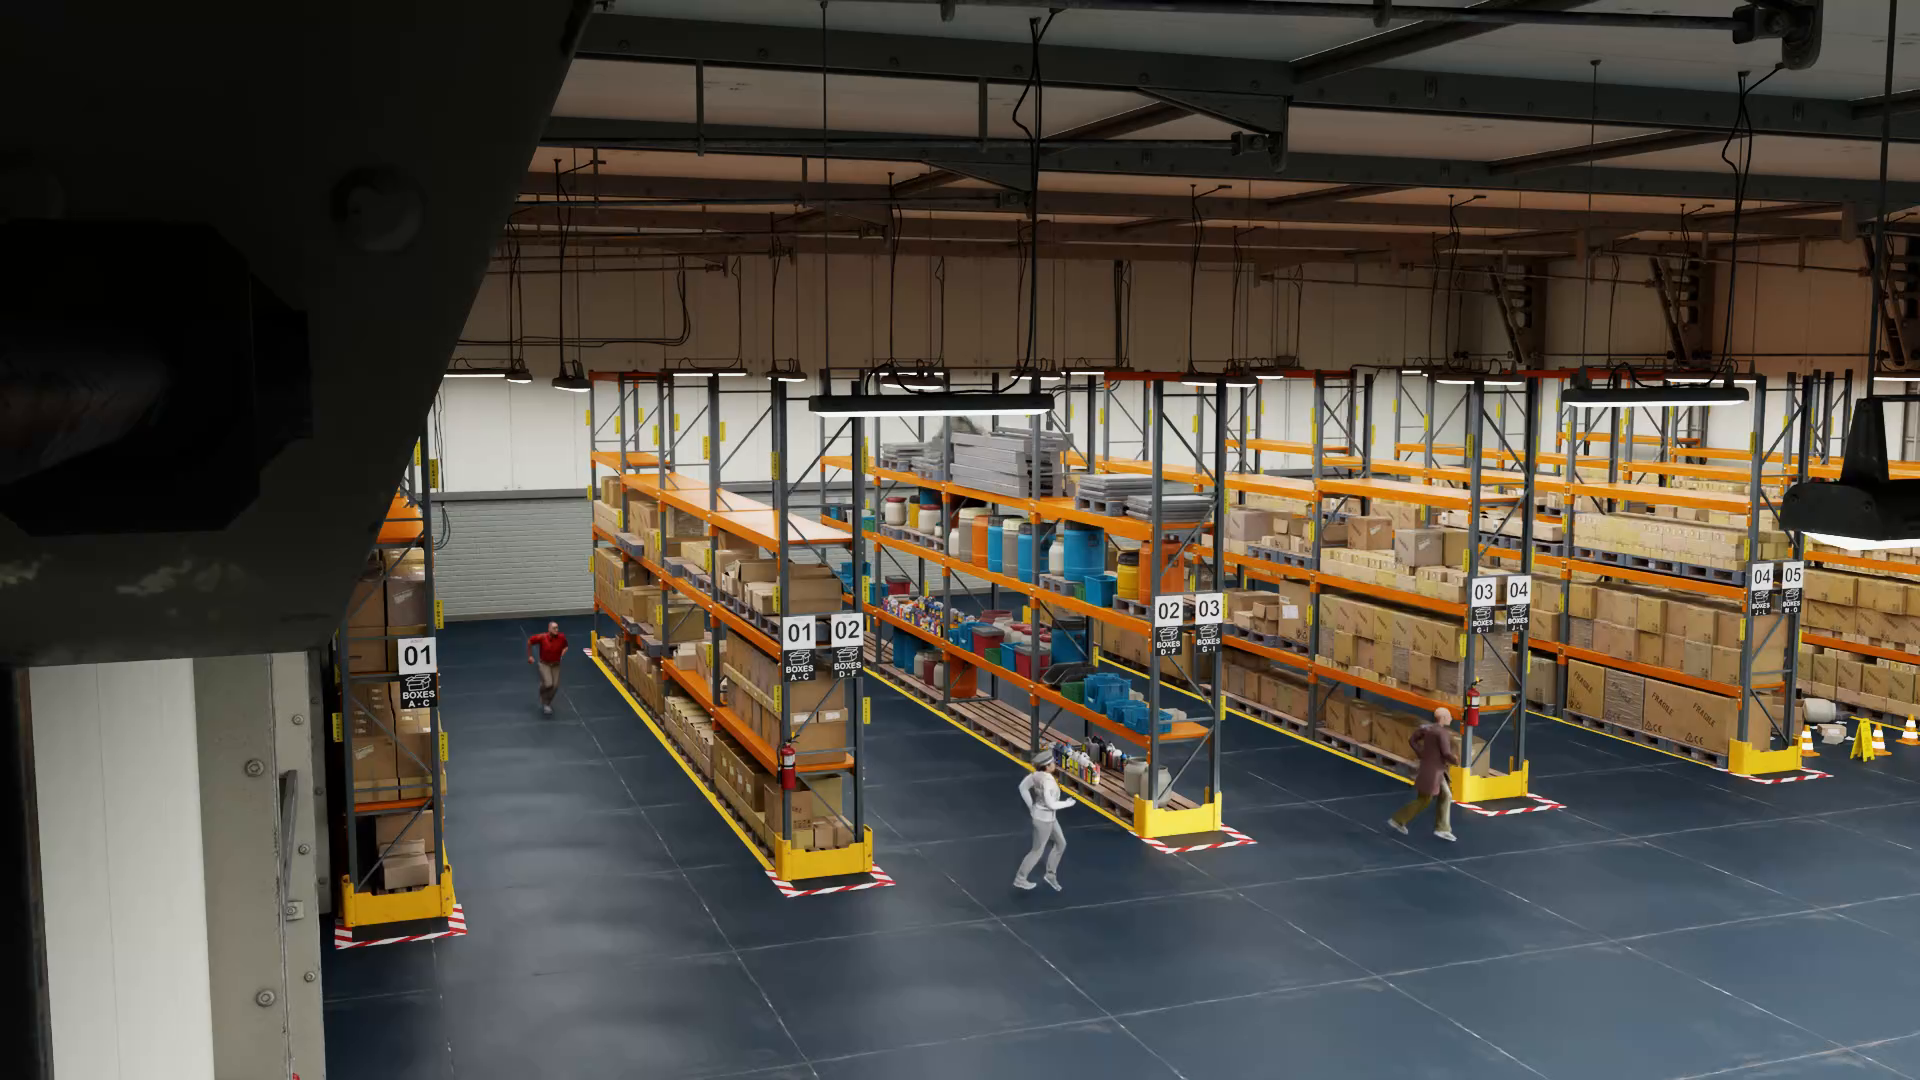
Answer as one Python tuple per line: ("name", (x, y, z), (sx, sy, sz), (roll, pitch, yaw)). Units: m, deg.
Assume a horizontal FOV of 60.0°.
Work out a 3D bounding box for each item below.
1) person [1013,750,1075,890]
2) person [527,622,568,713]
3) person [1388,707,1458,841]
("person", (0.989, 3.324, 19.532), (0.729, 1.740, 0.580), (0, 6, -1))
("person", (-7.230, 2.248, 29.335), (0.663, 1.651, 0.736), (-5, 8, -37))
("person", (6.045, 3.054, 21.603), (0.903, 1.775, 0.654), (0, 6, 2))
